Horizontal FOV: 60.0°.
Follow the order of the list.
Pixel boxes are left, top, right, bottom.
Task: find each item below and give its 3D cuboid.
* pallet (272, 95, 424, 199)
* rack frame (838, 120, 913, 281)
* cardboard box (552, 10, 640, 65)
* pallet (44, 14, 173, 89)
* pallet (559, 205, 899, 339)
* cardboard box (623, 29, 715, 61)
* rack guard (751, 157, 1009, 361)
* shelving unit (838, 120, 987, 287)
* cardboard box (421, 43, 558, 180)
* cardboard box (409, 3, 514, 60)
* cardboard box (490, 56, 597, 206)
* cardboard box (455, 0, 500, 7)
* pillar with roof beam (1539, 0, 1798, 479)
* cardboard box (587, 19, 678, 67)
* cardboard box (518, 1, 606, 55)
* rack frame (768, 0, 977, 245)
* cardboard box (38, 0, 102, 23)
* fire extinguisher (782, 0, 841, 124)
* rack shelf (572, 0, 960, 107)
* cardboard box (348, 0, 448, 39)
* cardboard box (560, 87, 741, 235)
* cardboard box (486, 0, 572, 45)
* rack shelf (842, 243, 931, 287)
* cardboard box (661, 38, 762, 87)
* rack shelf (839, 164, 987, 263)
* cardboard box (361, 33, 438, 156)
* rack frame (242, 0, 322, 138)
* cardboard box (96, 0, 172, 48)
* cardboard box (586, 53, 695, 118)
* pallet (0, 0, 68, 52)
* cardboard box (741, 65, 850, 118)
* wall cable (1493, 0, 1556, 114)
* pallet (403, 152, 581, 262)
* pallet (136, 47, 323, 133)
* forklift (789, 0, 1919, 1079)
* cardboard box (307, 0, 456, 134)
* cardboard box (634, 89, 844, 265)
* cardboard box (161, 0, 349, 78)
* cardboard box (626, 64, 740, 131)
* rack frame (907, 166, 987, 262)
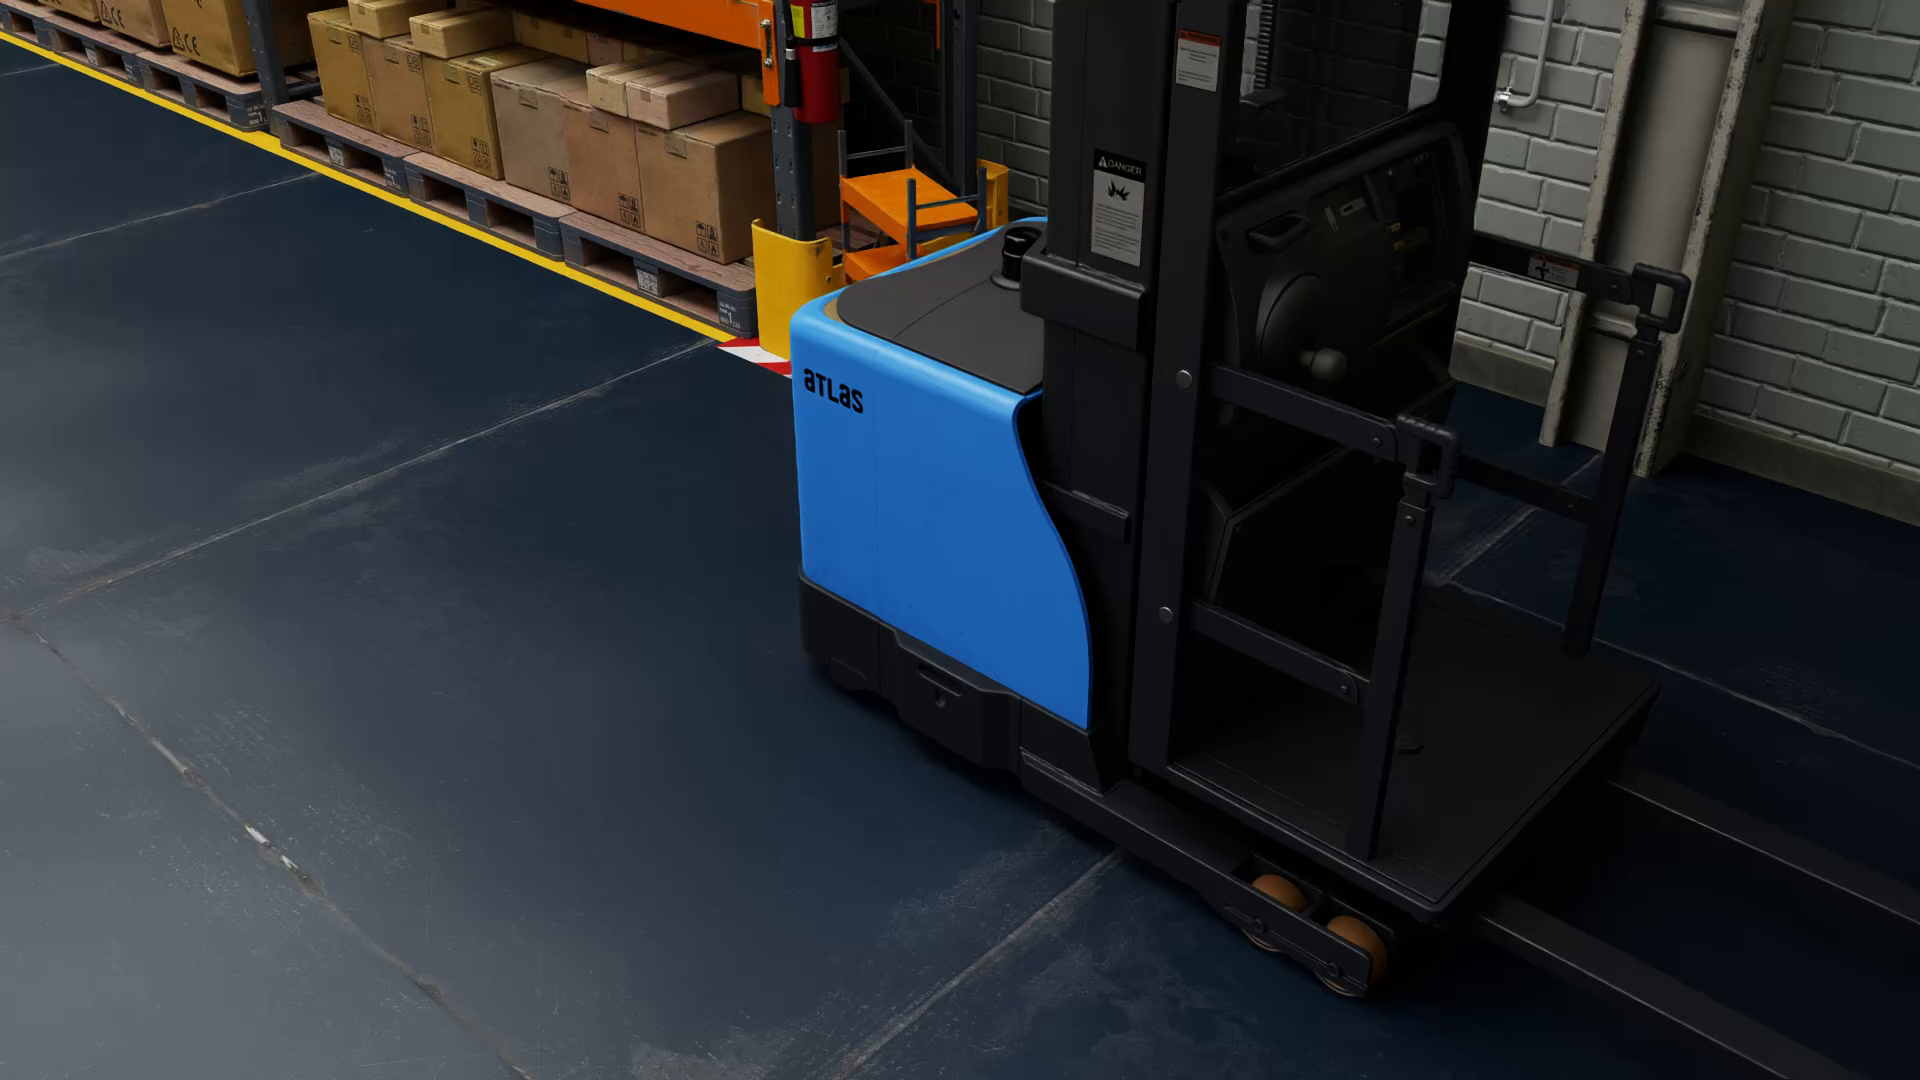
[{"bbox_3d":[-2.765,-2.117,8.562,1.213,0.211,1.003,25,39,35],"label":"pallet"},{"bbox_3d":[-0.253,-0.729,5.297,0.240,1.200,0.015,-14,34,-22],"label":"rack frame"},{"bbox_3d":[-1.611,-2.283,7.521,0.250,0.149,0.380,25,39,36],"label":"cardboard box"},{"bbox_3d":[-4.808,-3.071,10.146,1.213,0.211,1.003,25,39,35],"label":"pallet"},{"bbox_3d":[-0.956,-1.273,7.159,1.213,0.211,1.003,25,39,35],"label":"pallet"},{"bbox_3d":[-1.231,-2.106,7.228,0.250,0.149,0.380,25,39,35],"label":"cardboard box"},{"bbox_3d":[-0.293,-1.141,6.661,0.348,0.500,1.175,25,39,35],"label":"rack guard"},{"bbox_3d":[-0.145,-0.616,5.110,0.258,1.200,0.503,-14,34,-22],"label":"shelving unit"},{"bbox_3d":[-2.041,-2.062,7.784,0.500,0.500,0.700,26,40,36],"label":"cardboard box"},{"bbox_3d":[-2.272,-2.325,7.591,0.250,0.149,0.380,24,38,34],"label":"cardboard box"},{"bbox_3d":[-1.641,-1.880,7.482,0.500,0.500,0.700,24,38,34],"label":"cardboard box"},{"bbox_3d":[-2.177,-2.547,7.961,0.250,0.149,0.380,24,38,34],"label":"cardboard box"},{"bbox_3d":[-0.617,-2.541,0.746,0.400,9.000,9.100,25,39,35],"label":"pillar with roof beam"},{"bbox_3d":[-1.420,-2.194,7.374,0.250,0.149,0.380,26,39,36],"label":"cardboard box"},{"bbox_3d":[-1.798,-2.371,7.667,0.250,0.149,0.380,24,39,34],"label":"cardboard box"},{"bbox_3d":[-0.310,-2.220,6.030,0.127,3.000,1.000,25,39,35],"label":"rack frame"},{"bbox_3d":[-5.139,-3.638,10.062,0.750,0.750,0.750,25,39,35],"label":"cardboard box"},{"bbox_3d":[-0.508,-1.799,5.766,0.183,0.674,0.296,25,39,35],"label":"fire extinguisher"},{"bbox_3d":[-1.793,-2.604,7.365,4.000,0.370,1.077,25,39,35],"label":"rack shelf"},{"bbox_3d":[-2.659,-2.505,7.891,0.250,0.149,0.380,27,40,37],"label":"cardboard box"},{"bbox_3d":[-1.268,-1.707,7.193,0.500,0.500,0.700,25,39,35],"label":"cardboard box"},{"bbox_3d":[-1.990,-2.460,7.815,0.250,0.149,0.380,25,39,36],"label":"cardboard box"},{"bbox_3d":[-0.145,-0.750,5.029,0.258,0.148,0.480,-14,34,-22],"label":"rack shelf"},{"bbox_3d":[-1.046,-2.020,7.084,0.250,0.149,0.380,25,39,35],"label":"cardboard box"},{"bbox_3d":[-0.145,-0.953,4.907,0.258,0.148,0.480,-14,34,-22],"label":"rack shelf"},{"bbox_3d":[-2.420,-2.241,8.080,0.500,0.500,0.700,25,39,35],"label":"cardboard box"},{"bbox_3d":[-3.276,-3.605,8.330,0.127,3.000,1.000,25,39,35],"label":"rack frame"},{"bbox_3d":[-4.506,-3.346,9.576,0.750,0.750,0.750,26,40,36],"label":"cardboard box"},{"bbox_3d":[-1.304,-1.874,6.843,0.250,0.149,0.380,26,40,36],"label":"cardboard box"},{"bbox_3d":[-5.708,-3.493,10.847,1.213,0.211,1.003,25,39,35],"label":"pallet"},{"bbox_3d":[-0.670,-1.845,6.793,0.250,0.149,0.380,25,39,35],"label":"cardboard box"},{"bbox_3d":[1.274,-2.574,5.633,1.851,1.984,0.084,25,39,35],"label":"wall cable"},{"bbox_3d":[-1.856,-1.695,7.861,1.213,0.211,1.003,25,39,35],"label":"pallet"},{"bbox_3d":[-3.899,-2.648,9.445,1.213,0.211,1.003,25,39,35],"label":"pallet"},{"bbox_3d":[0.977,-0.575,3.363,3.031,2.935,1.130,26,39,36],"label":"forklift"},{"bbox_3d":[-2.790,-2.416,8.371,0.500,0.500,0.700,26,39,36],"label":"cardboard box"},{"bbox_3d":[-0.896,-1.534,6.905,0.500,0.500,0.700,25,39,35],"label":"cardboard box"},{"bbox_3d":[-3.845,-3.039,9.067,0.750,0.750,0.750,26,39,36],"label":"cardboard box"},{"bbox_3d":[-1.114,-1.786,6.696,0.250,0.149,0.380,25,39,35],"label":"cardboard box"},{"bbox_3d":[-0.036,-0.503,4.923,0.240,1.200,0.015,-14,34,-22],"label":"rack frame"}]
